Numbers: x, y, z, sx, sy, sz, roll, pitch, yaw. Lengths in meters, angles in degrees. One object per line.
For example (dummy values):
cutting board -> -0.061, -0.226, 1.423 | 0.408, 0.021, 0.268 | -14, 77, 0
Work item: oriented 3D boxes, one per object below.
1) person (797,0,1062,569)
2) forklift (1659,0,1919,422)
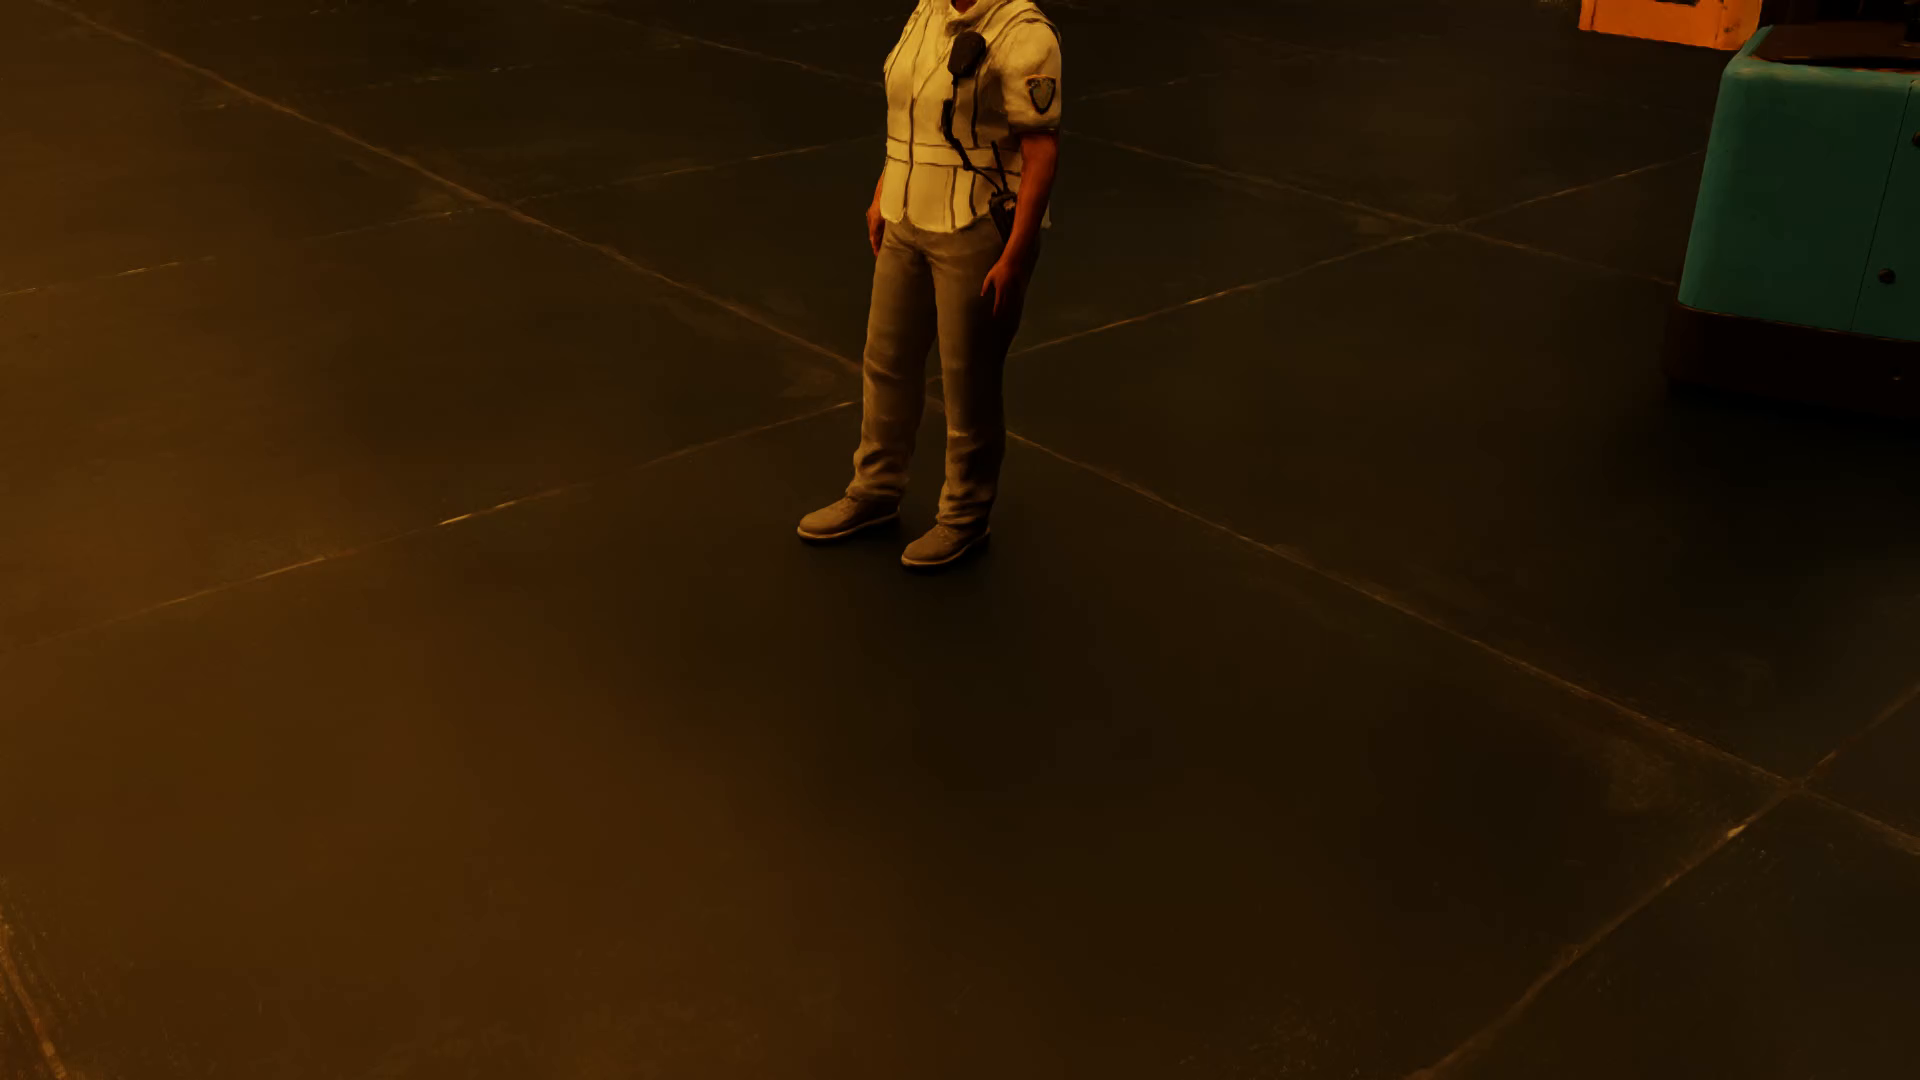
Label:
person -> -0.073, -0.739, 4.099 | 0.529, 1.669, 0.598 | -20, 33, -35
forklift -> 3.470, -2.245, 5.729 | 1.130, 2.935, 3.031 | 14, 30, 27
